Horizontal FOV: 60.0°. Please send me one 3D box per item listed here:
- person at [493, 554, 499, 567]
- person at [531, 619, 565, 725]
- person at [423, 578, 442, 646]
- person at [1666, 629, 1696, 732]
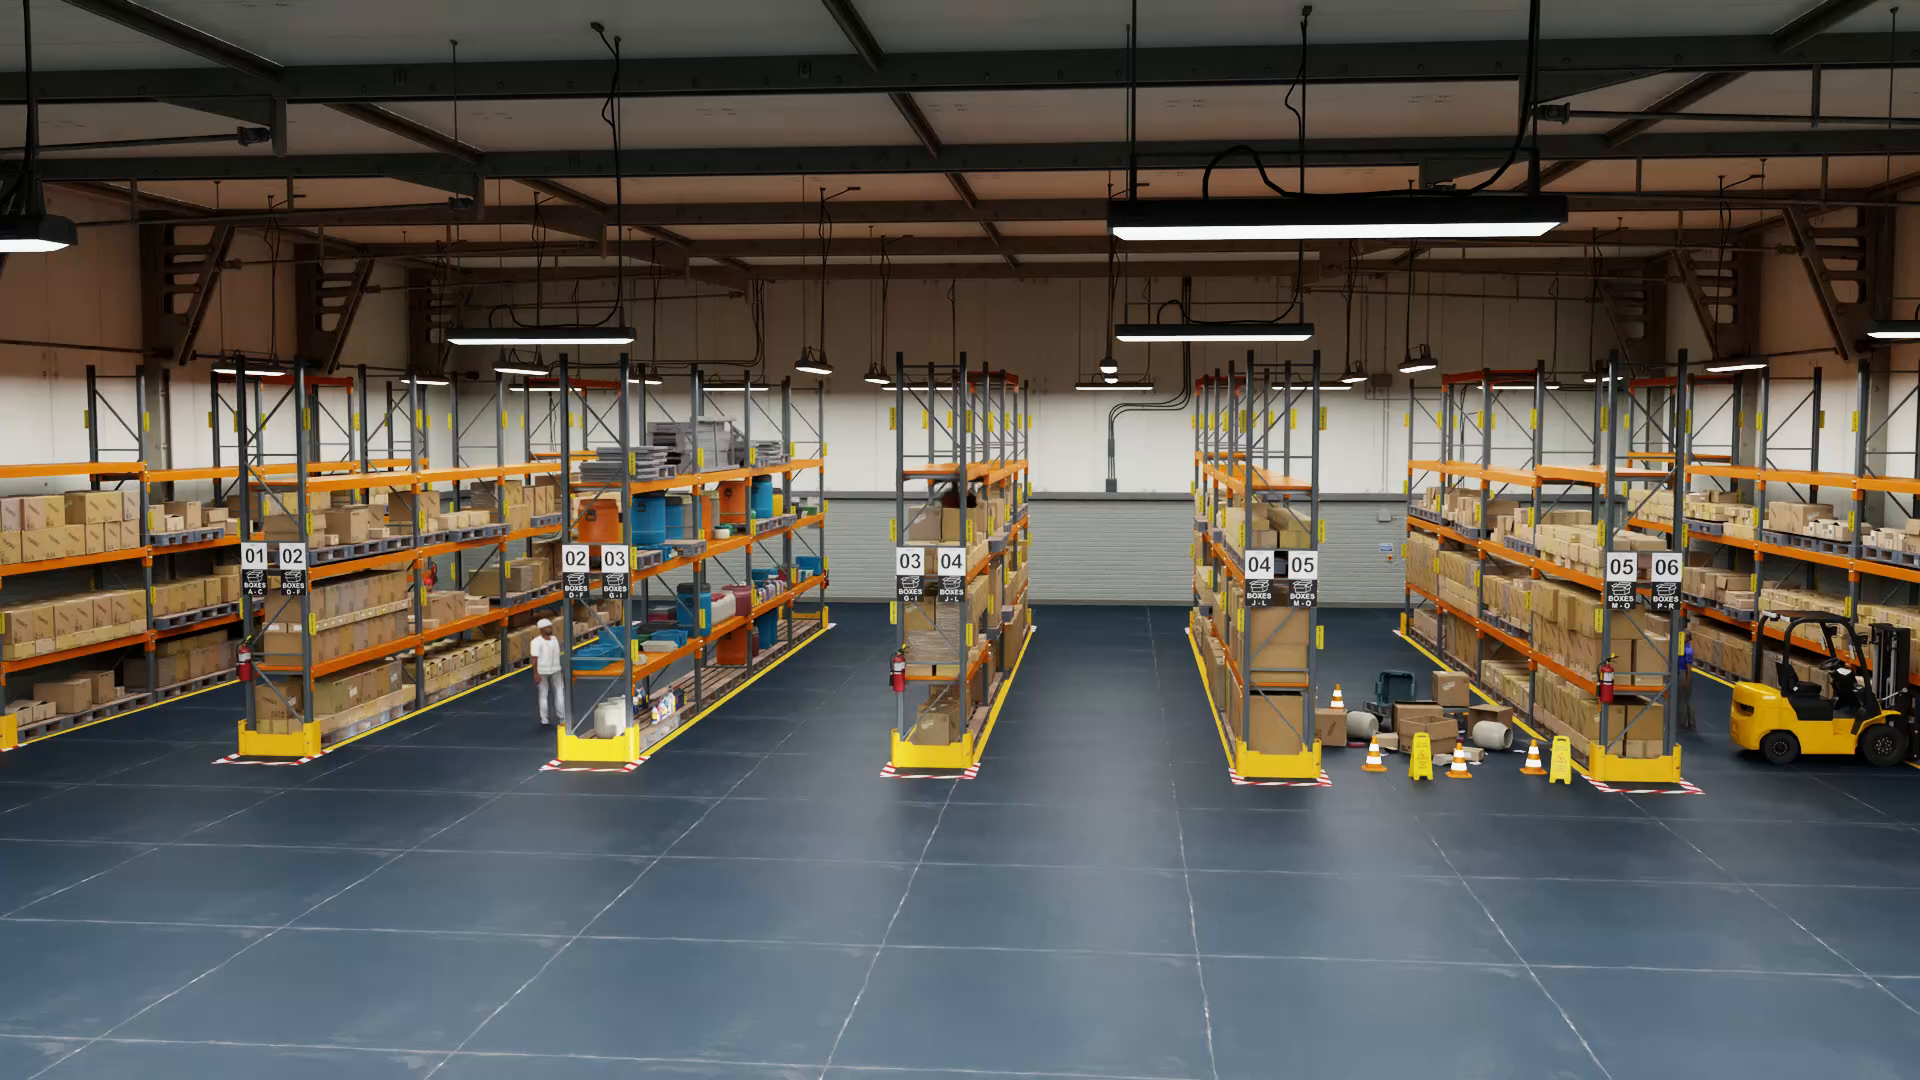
[{"bbox_3d":[-11.787,1.151,42.787,1.015,1.624,0.557,1,4,19],"label":"person"},{"bbox_3d":[-6.767,2.180,27.409,0.603,1.763,0.646,-3,5,-33],"label":"person"},{"bbox_3d":[-10.995,1.661,34.419,0.646,1.729,1.060,0,4,4],"label":"person"},{"bbox_3d":[11.702,2.272,26.915,0.426,1.659,0.482,2,5,30],"label":"person"}]
